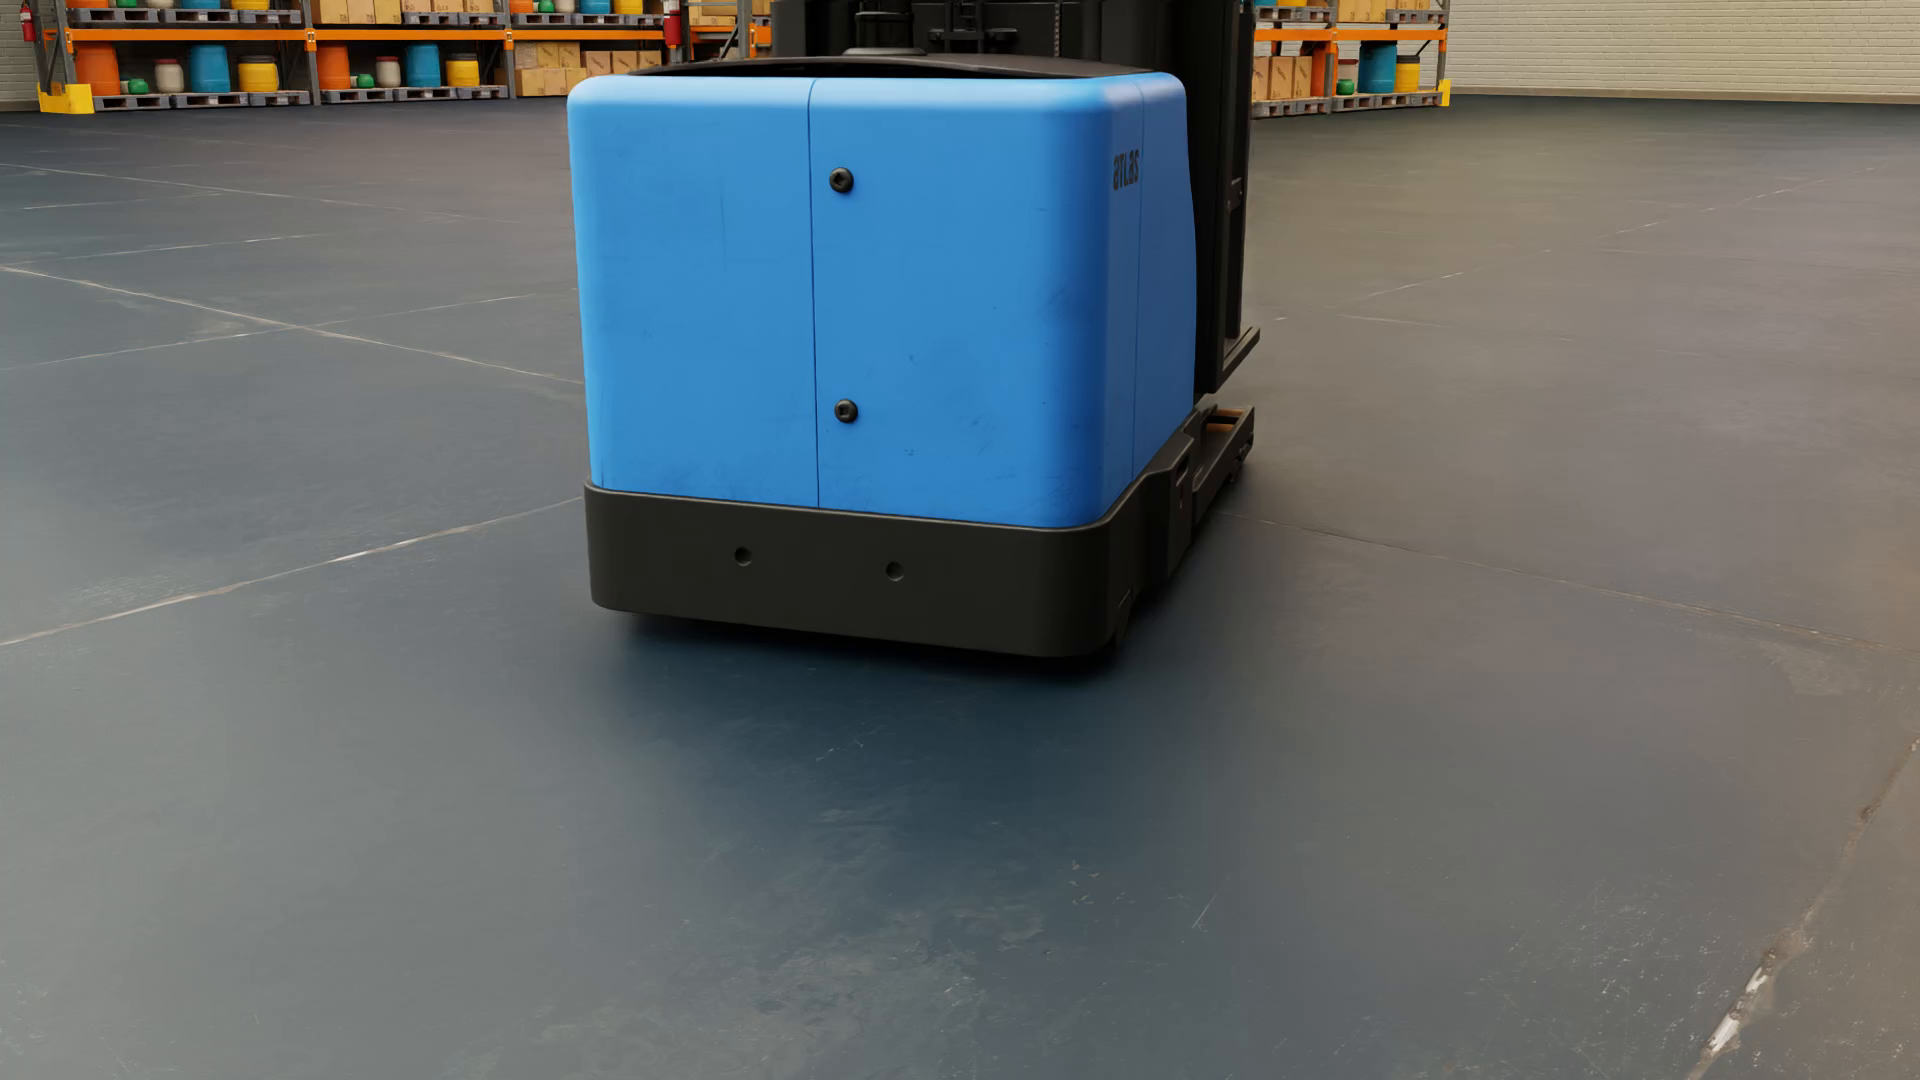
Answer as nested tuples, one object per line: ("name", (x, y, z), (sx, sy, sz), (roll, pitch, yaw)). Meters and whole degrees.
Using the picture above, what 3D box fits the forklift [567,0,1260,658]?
("forklift", (0.189, -1.578, 4.095), (1.130, 2.935, 3.031), (5, 18, 17))
